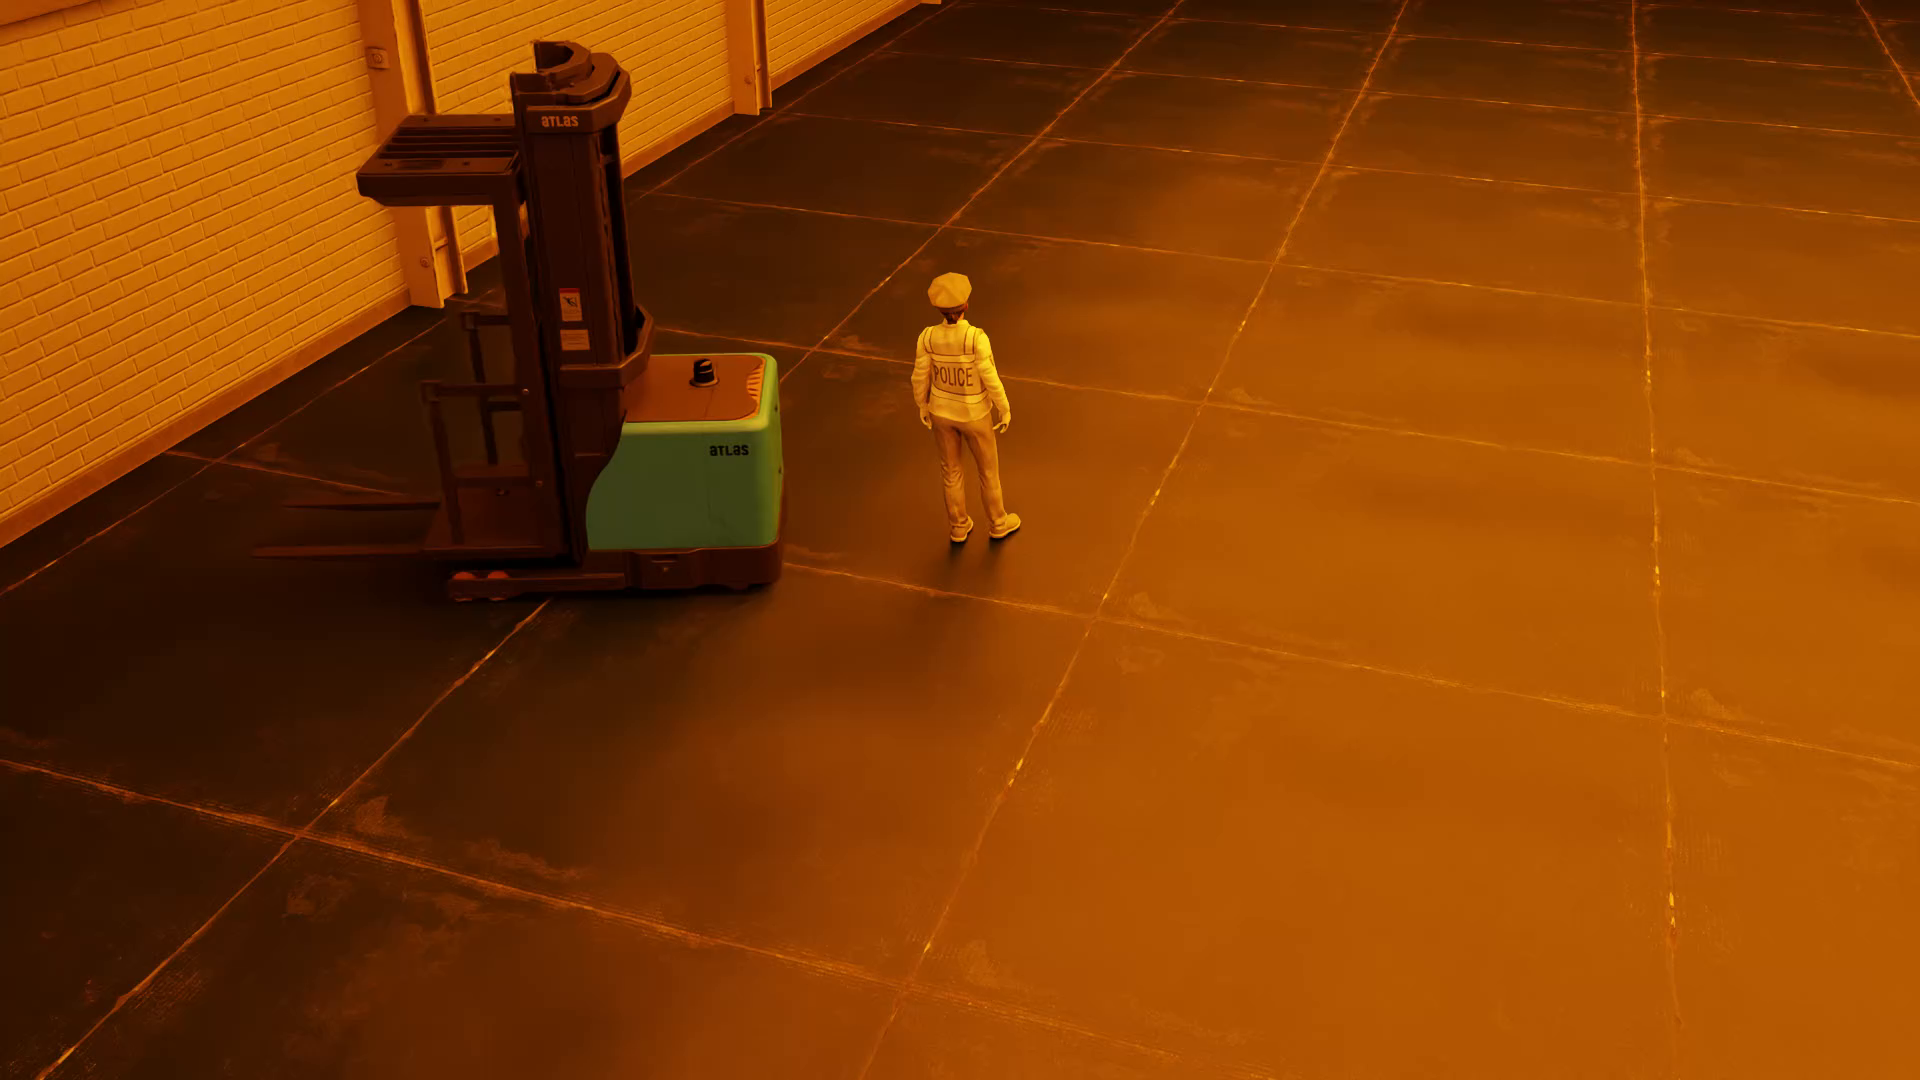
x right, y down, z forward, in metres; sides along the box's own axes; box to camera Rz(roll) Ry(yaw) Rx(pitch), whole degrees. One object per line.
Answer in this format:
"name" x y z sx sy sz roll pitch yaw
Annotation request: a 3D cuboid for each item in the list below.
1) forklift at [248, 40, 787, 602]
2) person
"forklift" -2.567 -1.190 9.223 3.031 2.935 1.130 -1 30 -2
"person" 0.029 -0.774 9.728 0.587 1.694 0.529 10 31 16
